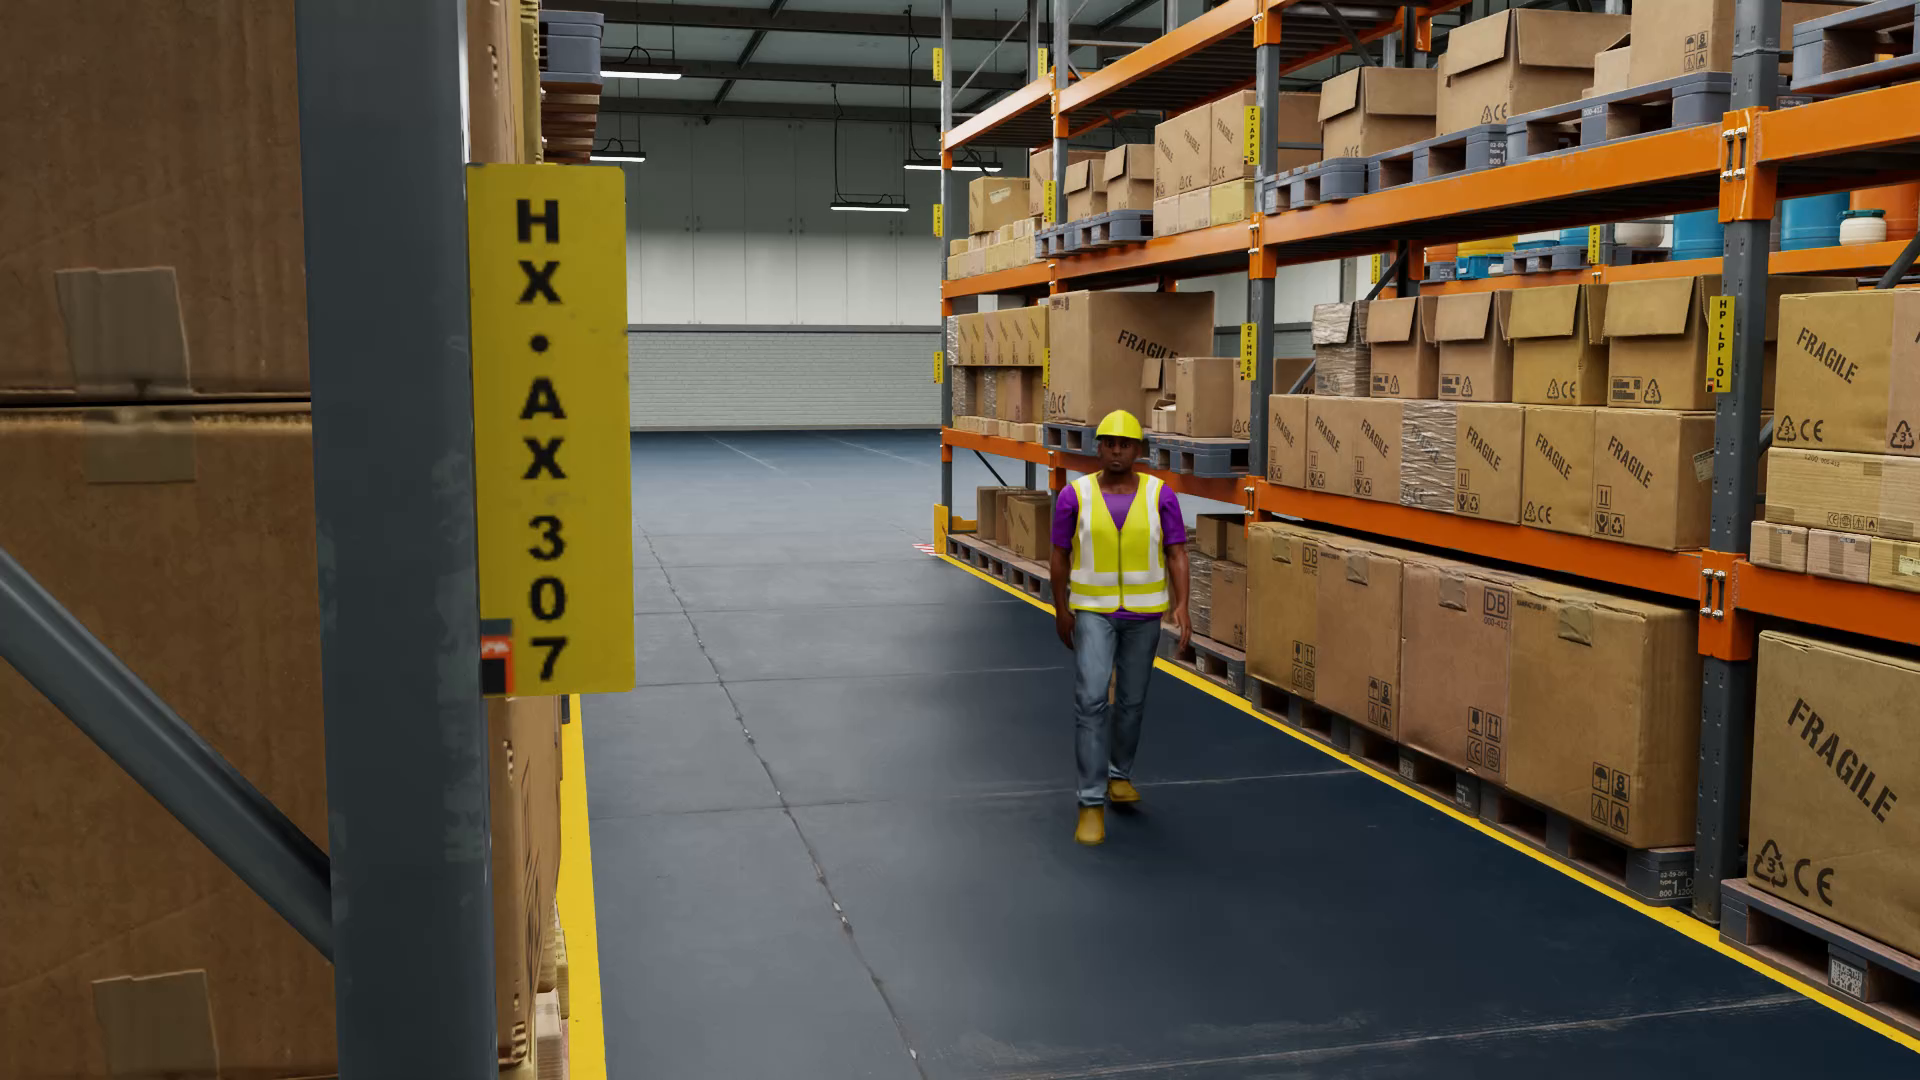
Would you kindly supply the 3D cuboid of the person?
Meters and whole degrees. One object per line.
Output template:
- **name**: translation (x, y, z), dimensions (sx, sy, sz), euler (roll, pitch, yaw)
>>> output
- **person**: translation (0.690, 0.349, 7.121), dimensions (0.588, 1.803, 0.765), euler (0, 6, 0)
